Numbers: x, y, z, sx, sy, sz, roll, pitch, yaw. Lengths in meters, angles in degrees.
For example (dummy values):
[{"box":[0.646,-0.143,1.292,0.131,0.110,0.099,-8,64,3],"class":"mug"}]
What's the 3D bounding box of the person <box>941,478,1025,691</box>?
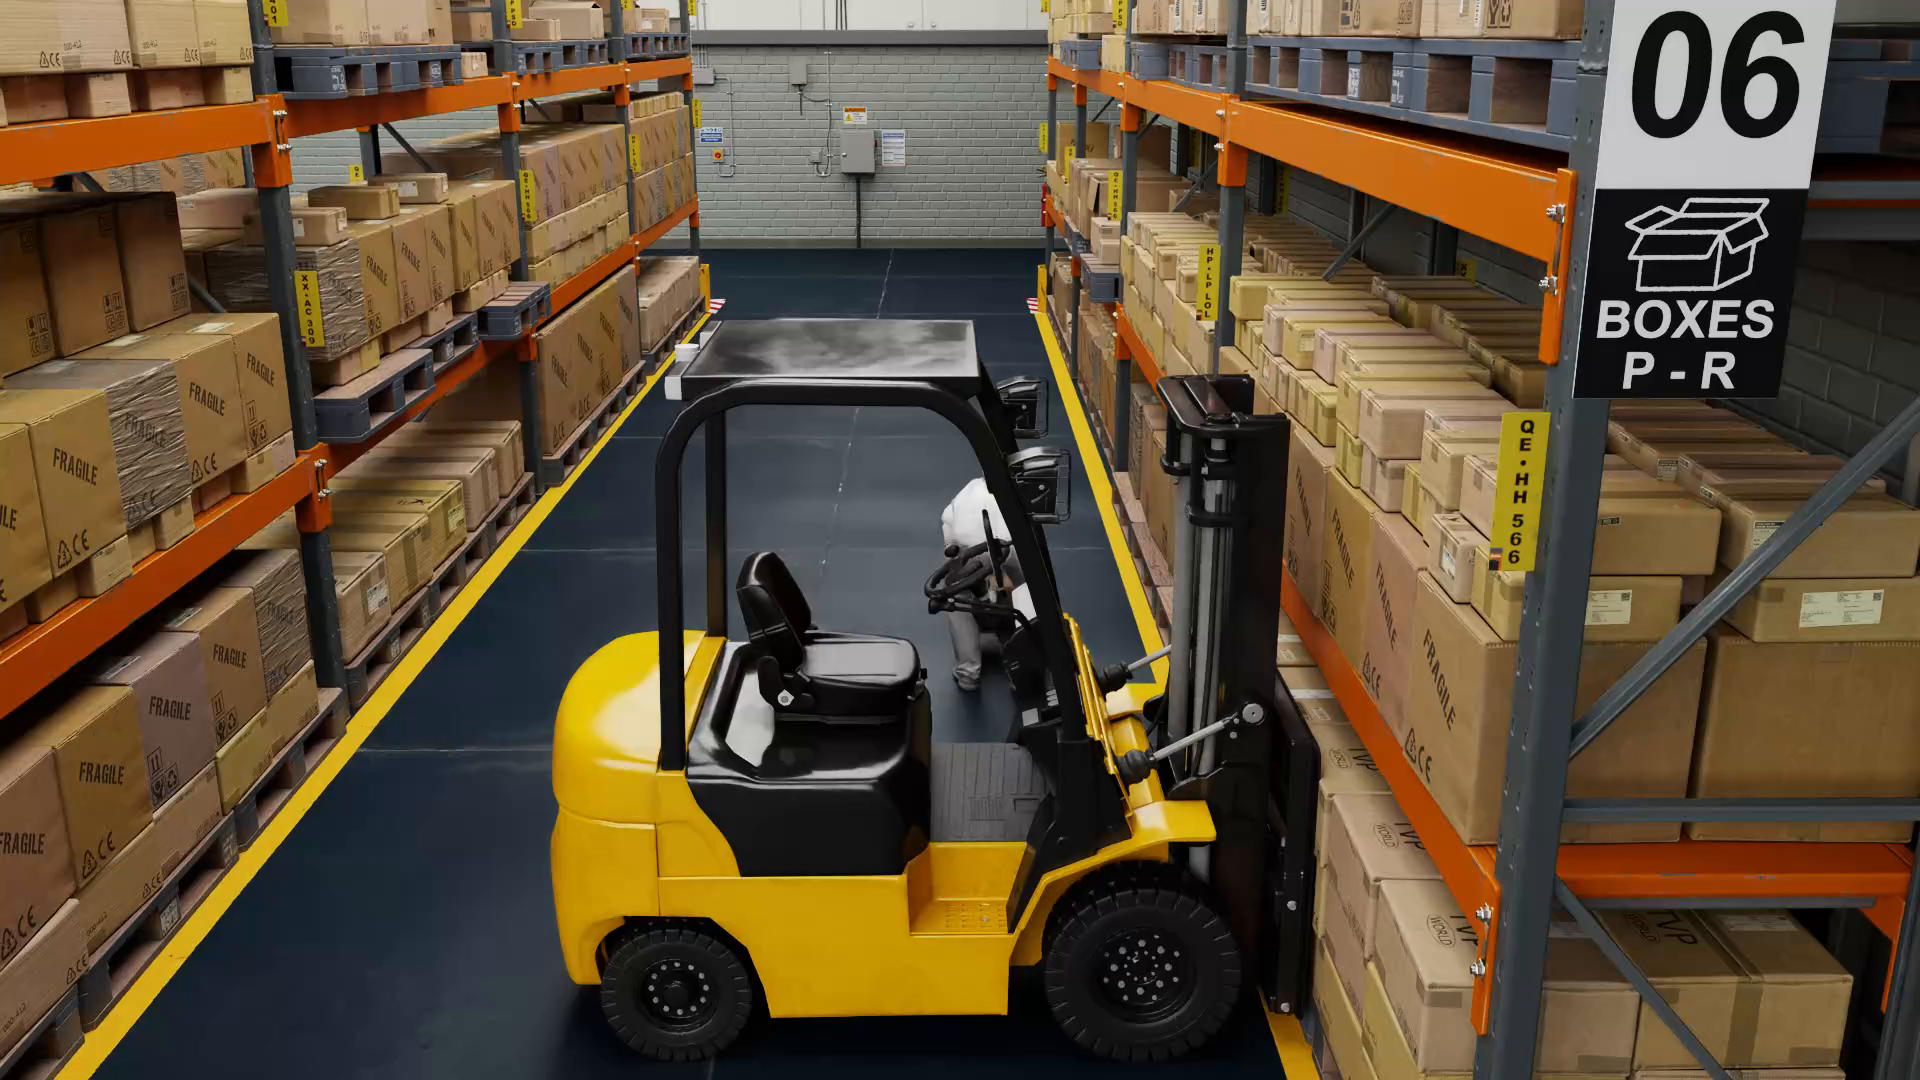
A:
[{"box":[0.158,0.154,8.271,0.499,1.018,0.977,-1,17,-2],"class":"person"}]
